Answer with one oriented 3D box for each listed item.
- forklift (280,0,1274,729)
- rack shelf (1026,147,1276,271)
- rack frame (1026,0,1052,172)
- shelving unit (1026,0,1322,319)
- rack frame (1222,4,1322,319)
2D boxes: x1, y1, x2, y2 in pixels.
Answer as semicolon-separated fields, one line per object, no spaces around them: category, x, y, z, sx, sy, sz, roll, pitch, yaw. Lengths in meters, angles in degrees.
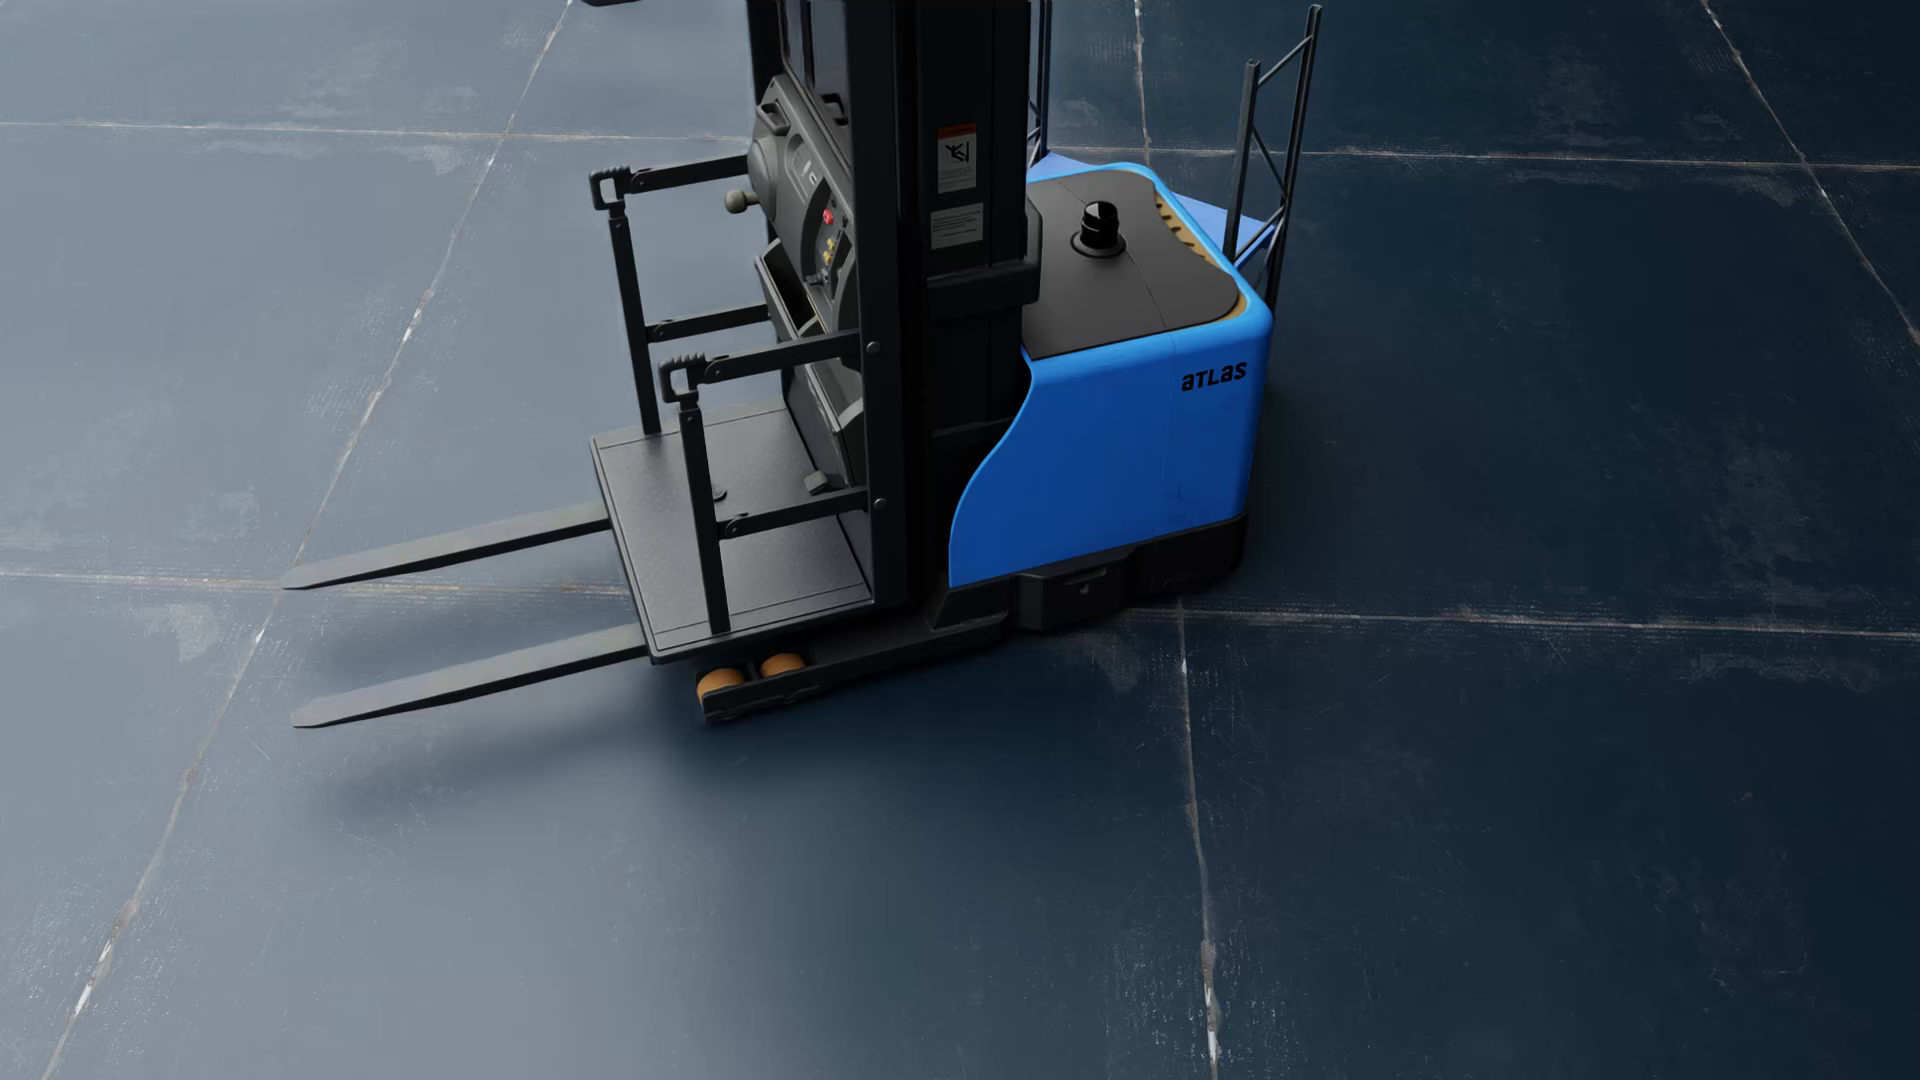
forklift;-0.627;-0.922;4.589;3.031;2.935;1.130;-14;45;-14
rack shelf;0.607;-1.114;6.109;1.000;0.185;0.538;24;48;24
rack frame;0.183;-1.436;6.191;0.032;1.500;0.500;24;48;24
shelving unit;0.607;-1.245;5.986;1.048;1.500;0.538;24;48;24
rack frame;1.031;-1.054;5.781;0.032;1.500;0.500;24;48;24
